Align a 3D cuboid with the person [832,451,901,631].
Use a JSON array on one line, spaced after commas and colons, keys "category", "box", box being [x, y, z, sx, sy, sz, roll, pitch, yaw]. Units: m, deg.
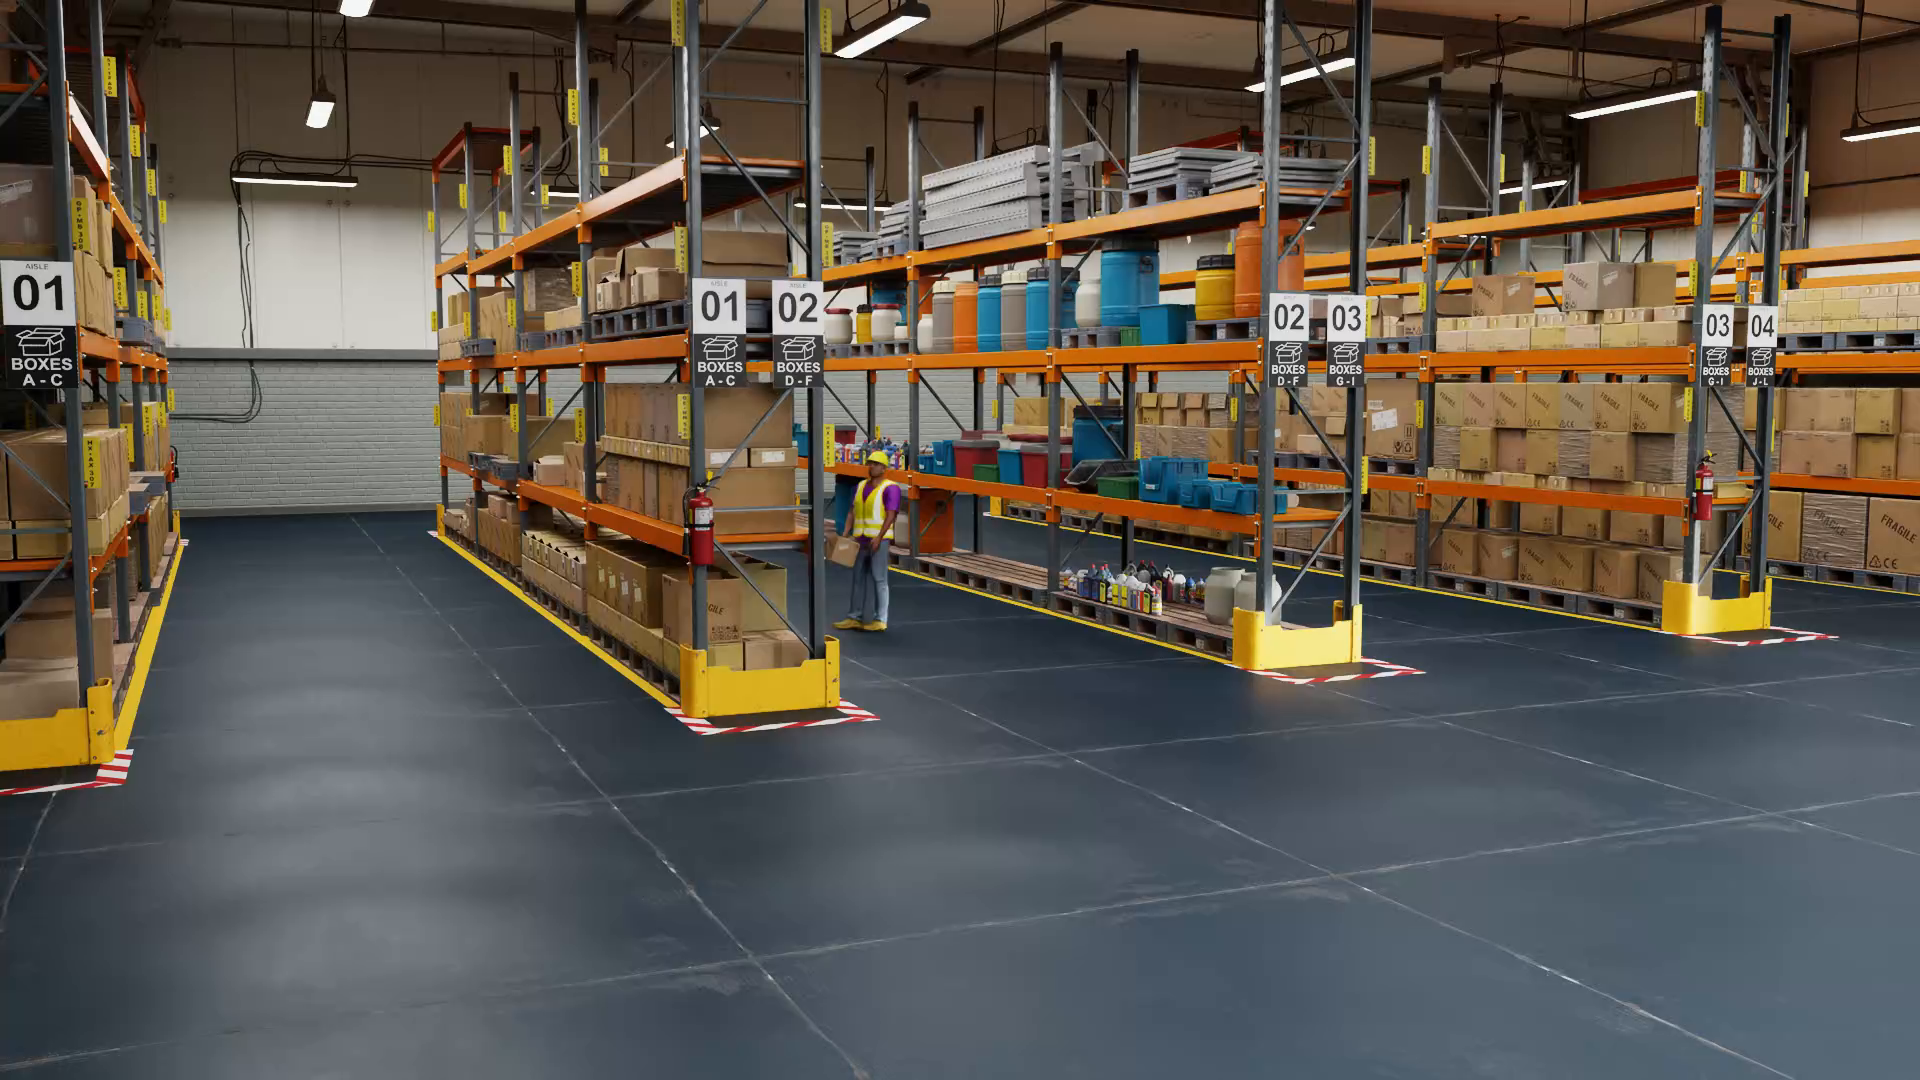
[{"category": "person", "box": [-0.914, 0.005, 16.459, 0.605, 1.772, 0.493, 4, 7, 36]}]
